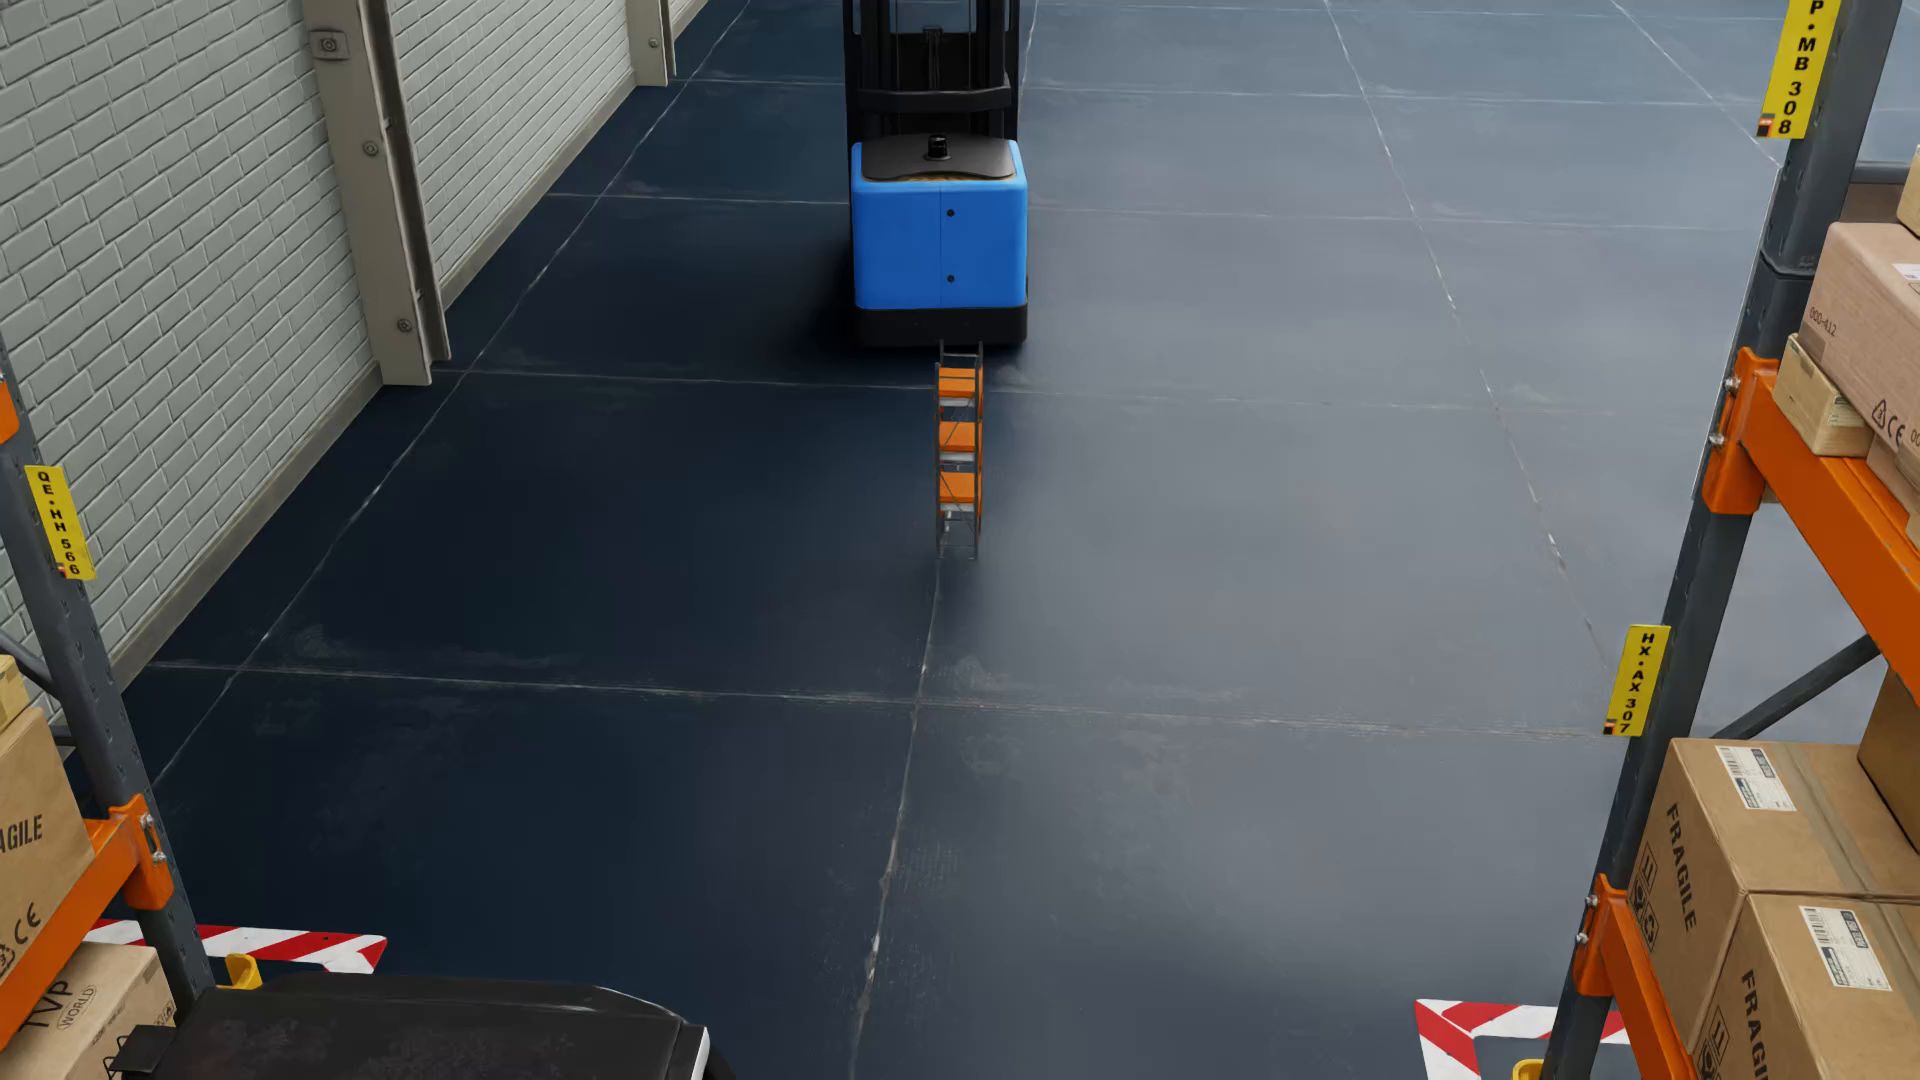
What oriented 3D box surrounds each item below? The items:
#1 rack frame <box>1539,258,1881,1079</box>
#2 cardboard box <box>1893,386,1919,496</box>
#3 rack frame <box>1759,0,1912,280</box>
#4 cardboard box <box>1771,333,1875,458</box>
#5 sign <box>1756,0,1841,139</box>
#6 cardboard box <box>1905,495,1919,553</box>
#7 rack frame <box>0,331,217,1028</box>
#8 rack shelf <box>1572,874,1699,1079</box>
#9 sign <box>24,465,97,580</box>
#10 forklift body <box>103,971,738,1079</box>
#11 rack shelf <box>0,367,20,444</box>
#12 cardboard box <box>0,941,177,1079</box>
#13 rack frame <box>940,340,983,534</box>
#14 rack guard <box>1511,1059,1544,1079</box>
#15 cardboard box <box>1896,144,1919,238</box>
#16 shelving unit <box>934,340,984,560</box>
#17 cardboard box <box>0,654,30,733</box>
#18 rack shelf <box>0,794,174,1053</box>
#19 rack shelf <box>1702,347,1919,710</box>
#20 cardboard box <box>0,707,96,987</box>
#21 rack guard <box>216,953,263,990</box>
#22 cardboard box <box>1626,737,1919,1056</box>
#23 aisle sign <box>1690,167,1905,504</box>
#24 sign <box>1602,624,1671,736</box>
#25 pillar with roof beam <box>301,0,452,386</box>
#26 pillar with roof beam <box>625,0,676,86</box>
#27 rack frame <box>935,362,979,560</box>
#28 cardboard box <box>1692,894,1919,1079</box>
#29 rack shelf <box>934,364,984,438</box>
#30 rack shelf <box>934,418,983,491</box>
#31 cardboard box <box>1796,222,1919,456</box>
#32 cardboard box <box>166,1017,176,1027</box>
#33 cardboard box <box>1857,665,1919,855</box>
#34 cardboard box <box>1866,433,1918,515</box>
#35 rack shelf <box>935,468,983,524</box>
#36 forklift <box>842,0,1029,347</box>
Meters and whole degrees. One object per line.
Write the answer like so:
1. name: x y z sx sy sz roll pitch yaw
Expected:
1. rack frame: 2.175 0.733 4.201 1.000 3.000 0.127 2 32 4
2. cardboard box: 1.817 -0.092 2.541 0.500 0.250 0.500 2 32 3
3. rack frame: 2.175 -1.821 2.627 1.000 3.000 0.127 2 32 4
4. cardboard box: 1.824 -0.277 3.221 0.380 0.149 0.250 2 32 4
5. sign: 1.634 -0.939 3.222 0.100 0.325 0.005 2 32 4
6. cardboard box: 1.836 0.001 2.770 0.380 0.149 0.250 3 32 5
7. rack frame: -2.770 0.523 4.542 0.949 2.616 0.053 2 32 4
8. rack shelf: 2.012 2.085 2.693 1.077 0.370 4.000 2 32 4
9. sign: -2.233 -0.040 4.127 0.100 0.325 0.005 2 32 4
10. forklift body: -1.109 1.954 3.029 2.313 2.155 1.214 2 32 4
11. rack shelf: -2.936 0.598 2.247 1.077 0.370 4.000 2 32 4
12. cardboard box: -2.500 1.343 4.479 0.500 0.250 0.500 3 32 6
13. rack frame: 0.006 -0.483 8.033 0.200 1.050 0.008 2 32 4
14. rack guard: 2.168 1.837 4.793 1.175 0.500 0.348 2 32 4
15. cardboard box: 1.942 -0.599 2.984 0.380 0.149 0.250 2 32 4
16. shelving unit: -0.004 -0.419 7.929 0.215 1.050 0.252 2 32 4
17. cardboard box: -2.522 0.398 4.032 0.380 0.149 0.250 3 32 5
18. rack shelf: -2.936 1.875 3.034 1.077 0.370 4.000 2 32 4
19. rack shelf: 2.012 0.808 1.906 1.077 0.370 4.000 2 32 4
20. cardboard box: -2.551 0.749 4.080 0.500 0.500 0.500 2 32 3
21. rack guard: -2.771 1.575 5.218 1.175 0.500 0.348 2 32 4
22. cardboard box: 1.860 0.800 3.714 0.500 0.500 0.500 2 32 3
23. aisle sign: 1.871 -0.419 3.593 0.394 0.787 0.004 2 32 4
24. sign: 1.634 0.342 4.012 0.100 0.325 0.005 2 32 4
25. pillar with roof beam: 1.051 -4.659 7.232 9.100 9.000 0.400 2 32 4
26. pillar with roof beam: 1.540 -7.796 12.323 9.100 9.000 0.400 2 32 4
27. rack frame: -0.014 -0.355 7.826 0.200 1.050 0.008 2 32 4
28. cardboard box: 1.821 1.071 3.275 0.500 0.500 0.500 3 32 5
29. rack shelf: -0.004 -0.652 7.786 0.215 0.259 0.240 2 32 4
30. rack shelf: -0.004 -0.410 7.935 0.215 0.259 0.240 2 32 4
31. cardboard box: 1.868 -0.355 2.967 0.500 0.250 0.500 2 32 3
32. cardboard box: -2.501 1.570 4.587 0.500 0.250 0.500 2 32 3
33. cardboard box: 2.351 0.415 3.386 0.700 0.500 0.500 2 32 3
34. cardboard box: 1.892 -0.136 2.992 0.380 0.149 0.250 1 32 2
35. rack shelf: -0.004 -0.173 8.081 0.215 0.259 0.240 2 32 4
36. forklift: -0.191 -3.150 10.567 1.130 2.935 3.031 -2 32 -3
